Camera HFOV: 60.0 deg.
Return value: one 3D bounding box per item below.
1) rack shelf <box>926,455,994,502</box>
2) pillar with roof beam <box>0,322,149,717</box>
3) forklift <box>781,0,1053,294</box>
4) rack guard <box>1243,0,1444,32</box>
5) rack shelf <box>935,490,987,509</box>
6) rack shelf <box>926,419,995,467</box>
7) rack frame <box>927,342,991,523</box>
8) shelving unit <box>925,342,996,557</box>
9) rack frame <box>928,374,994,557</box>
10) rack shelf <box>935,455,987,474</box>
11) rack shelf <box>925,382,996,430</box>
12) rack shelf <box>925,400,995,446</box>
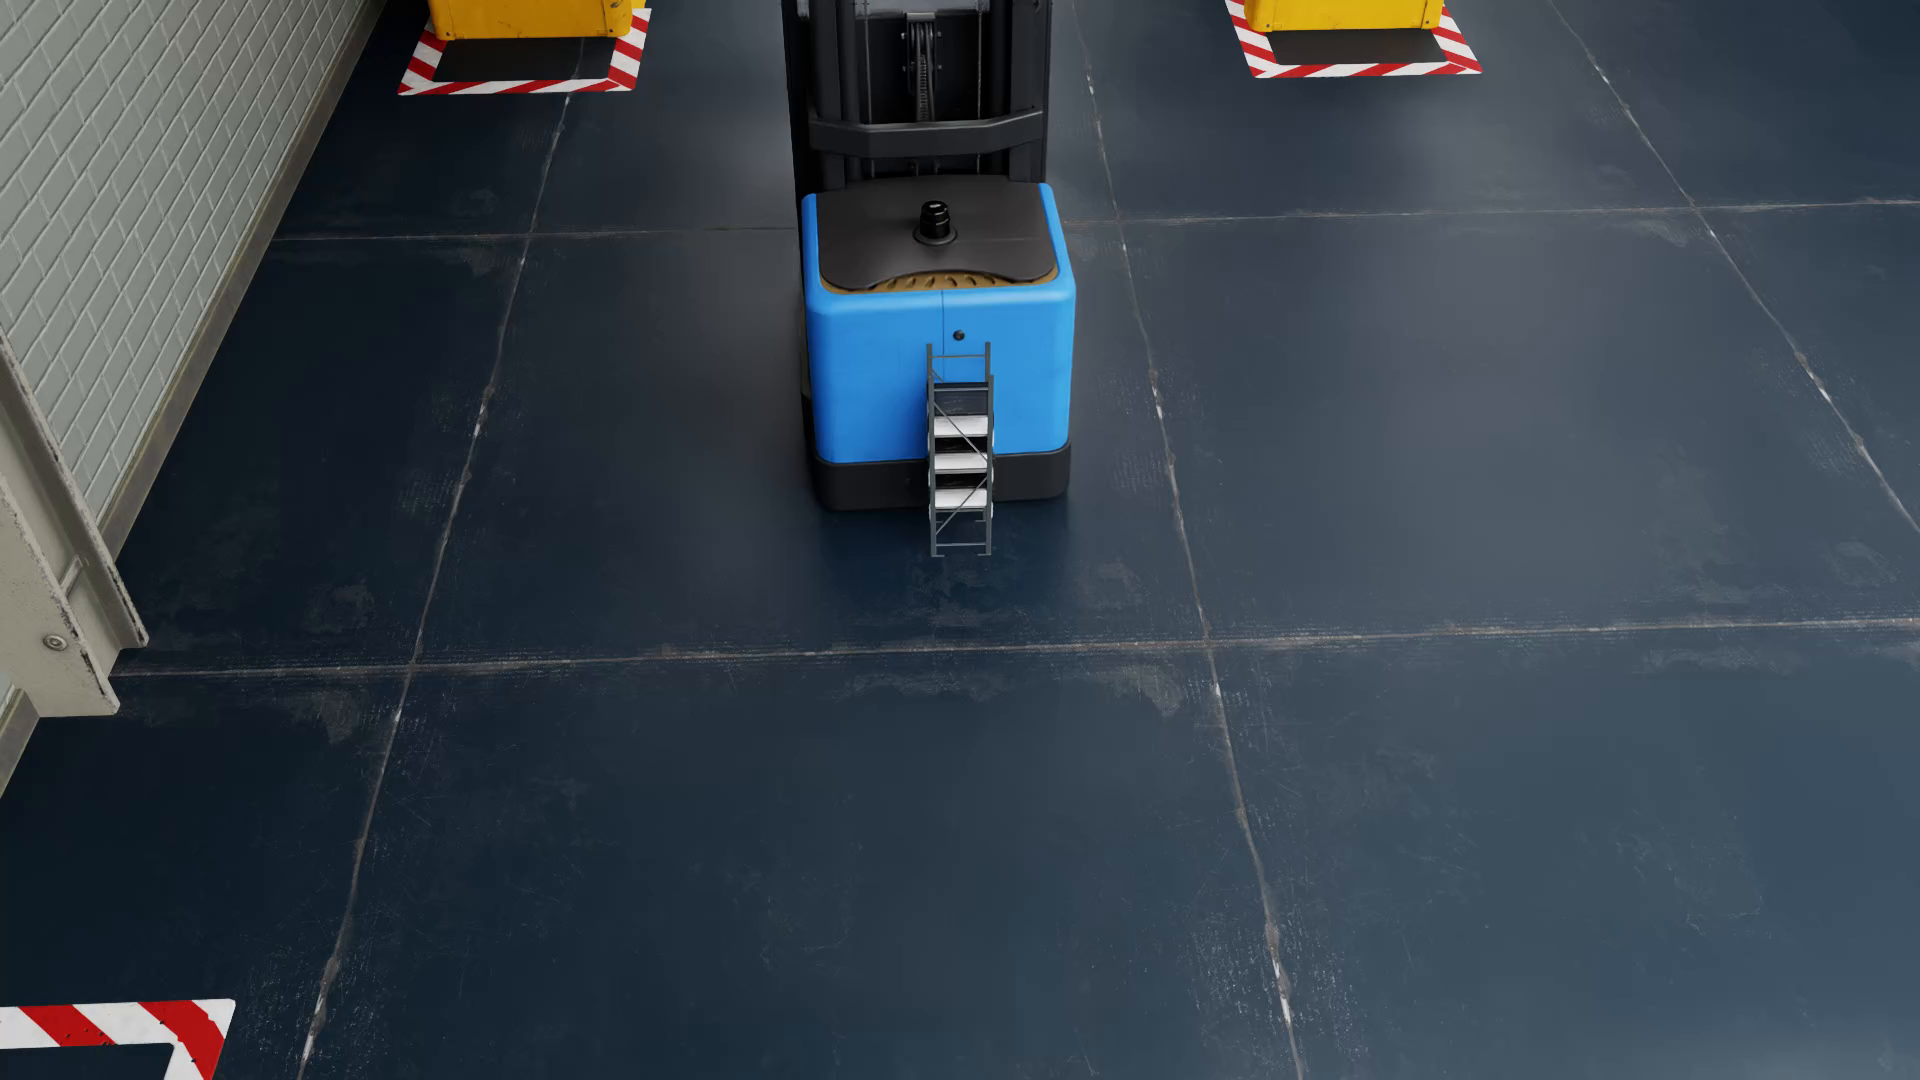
[{"bbox_3d":[0.000,-0.246,6.535,0.258,0.077,0.200,-2,43,-2],"label":"rack shelf"},{"bbox_3d":[1.063,-2.935,3.292,9.100,9.000,0.400,-2,43,-2],"label":"pillar with roof beam"},{"bbox_3d":[-0.186,-2.192,6.972,1.110,2.935,3.031,-3,43,-4],"label":"forklift"},{"bbox_3d":[2.351,-3.410,10.100,1.175,0.500,0.348,-2,43,-2],"label":"rack guard"},{"bbox_3d":[0.000,-0.195,6.582,0.221,0.026,0.190,-2,43,-2],"label":"rack shelf"},{"bbox_3d":[0.000,-0.379,6.414,0.258,0.077,0.200,-2,43,-2],"label":"rack shelf"},{"bbox_3d":[-0.005,-0.406,6.527,0.240,0.900,0.006,-2,43,-2],"label":"rack frame"},{"bbox_3d":[0.000,-0.337,6.452,0.258,0.900,0.210,-2,43,-2],"label":"shelving unit"},{"bbox_3d":[0.004,-0.269,6.377,0.240,0.900,0.006,-2,43,-2],"label":"rack frame"},{"bbox_3d":[0.000,-0.328,6.461,0.221,0.026,0.190,-2,43,-2],"label":"rack shelf"},{"bbox_3d":[0.000,-0.512,6.292,0.258,0.077,0.200,-2,43,-2],"label":"rack shelf"},{"bbox_3d":[0.000,-0.445,6.353,0.258,0.077,0.200,-2,43,-2],"label":"rack shelf"}]
